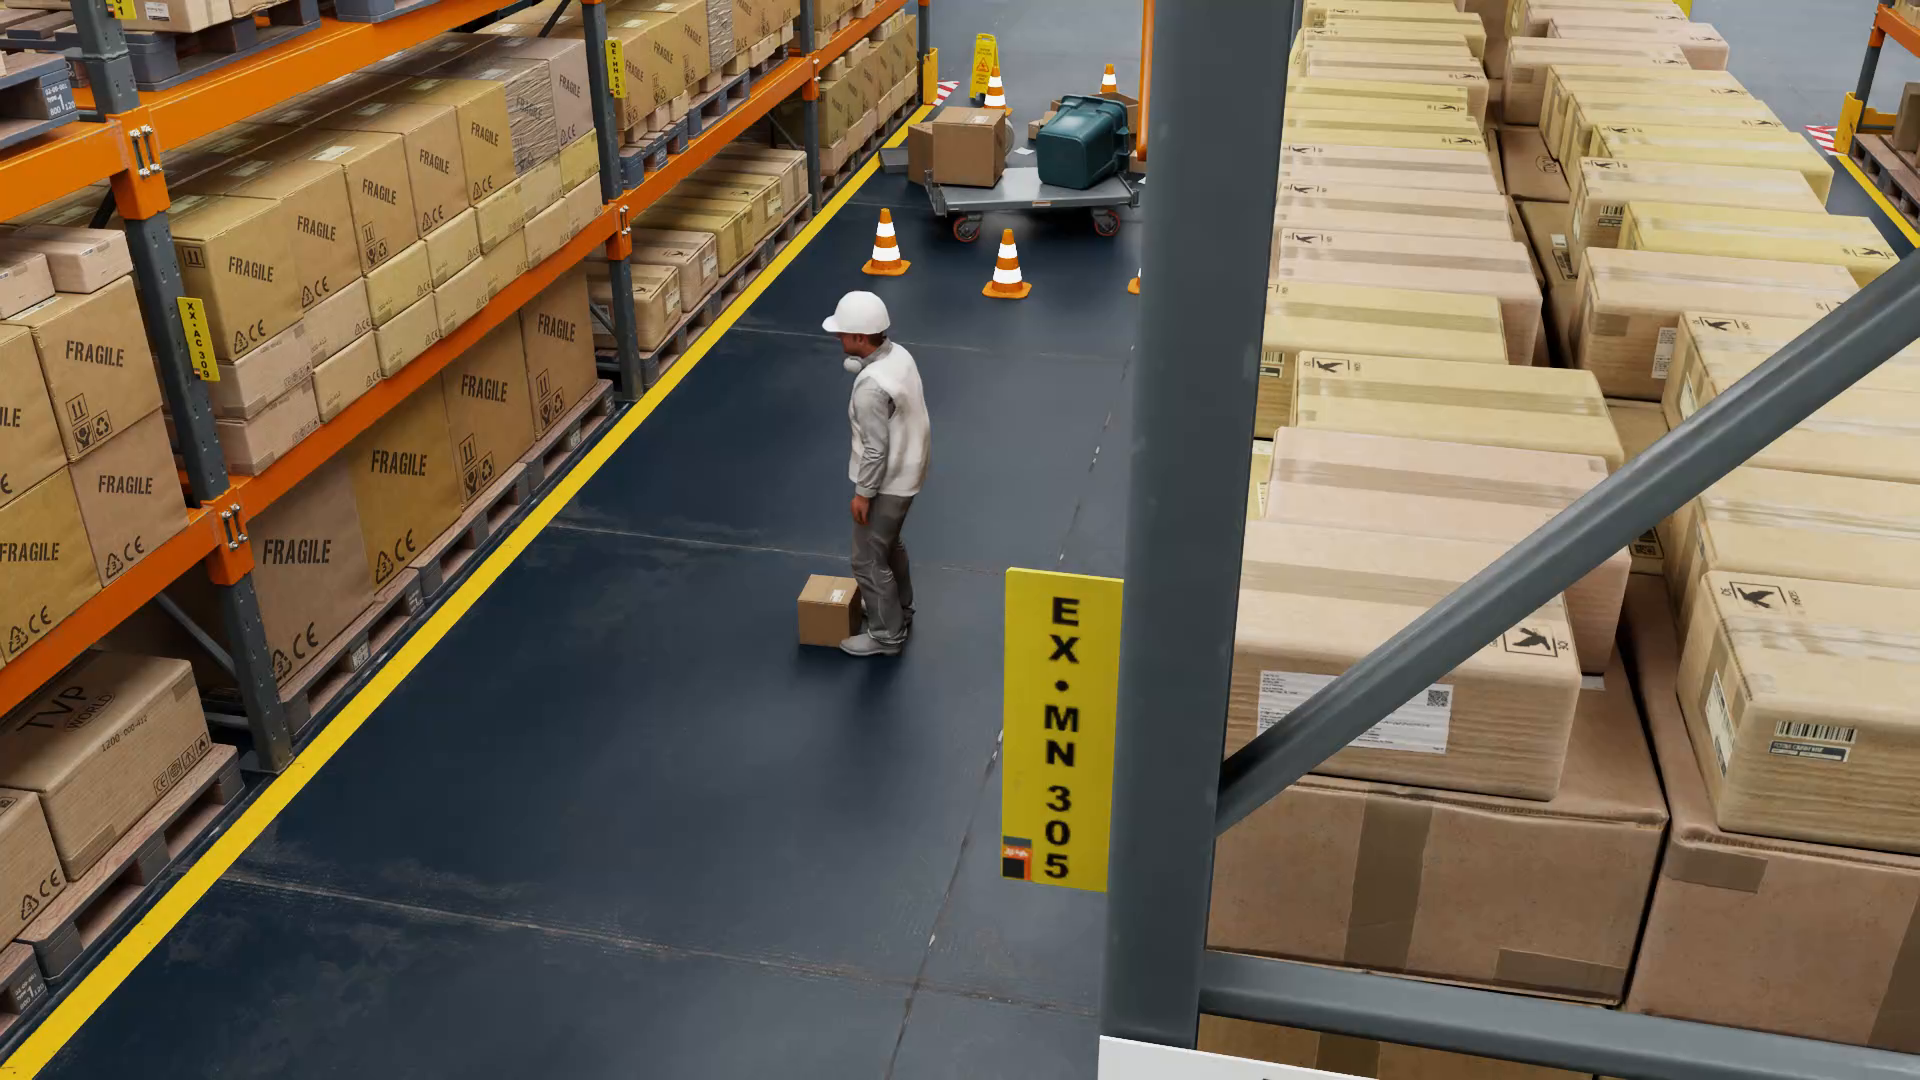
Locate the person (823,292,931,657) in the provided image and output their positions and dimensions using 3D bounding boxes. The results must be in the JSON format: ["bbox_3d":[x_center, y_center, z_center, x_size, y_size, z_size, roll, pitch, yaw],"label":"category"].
[{"bbox_3d":[-0.368,-0.302,7.651,0.463,1.770,0.578,6,29,10],"label":"person"}]
